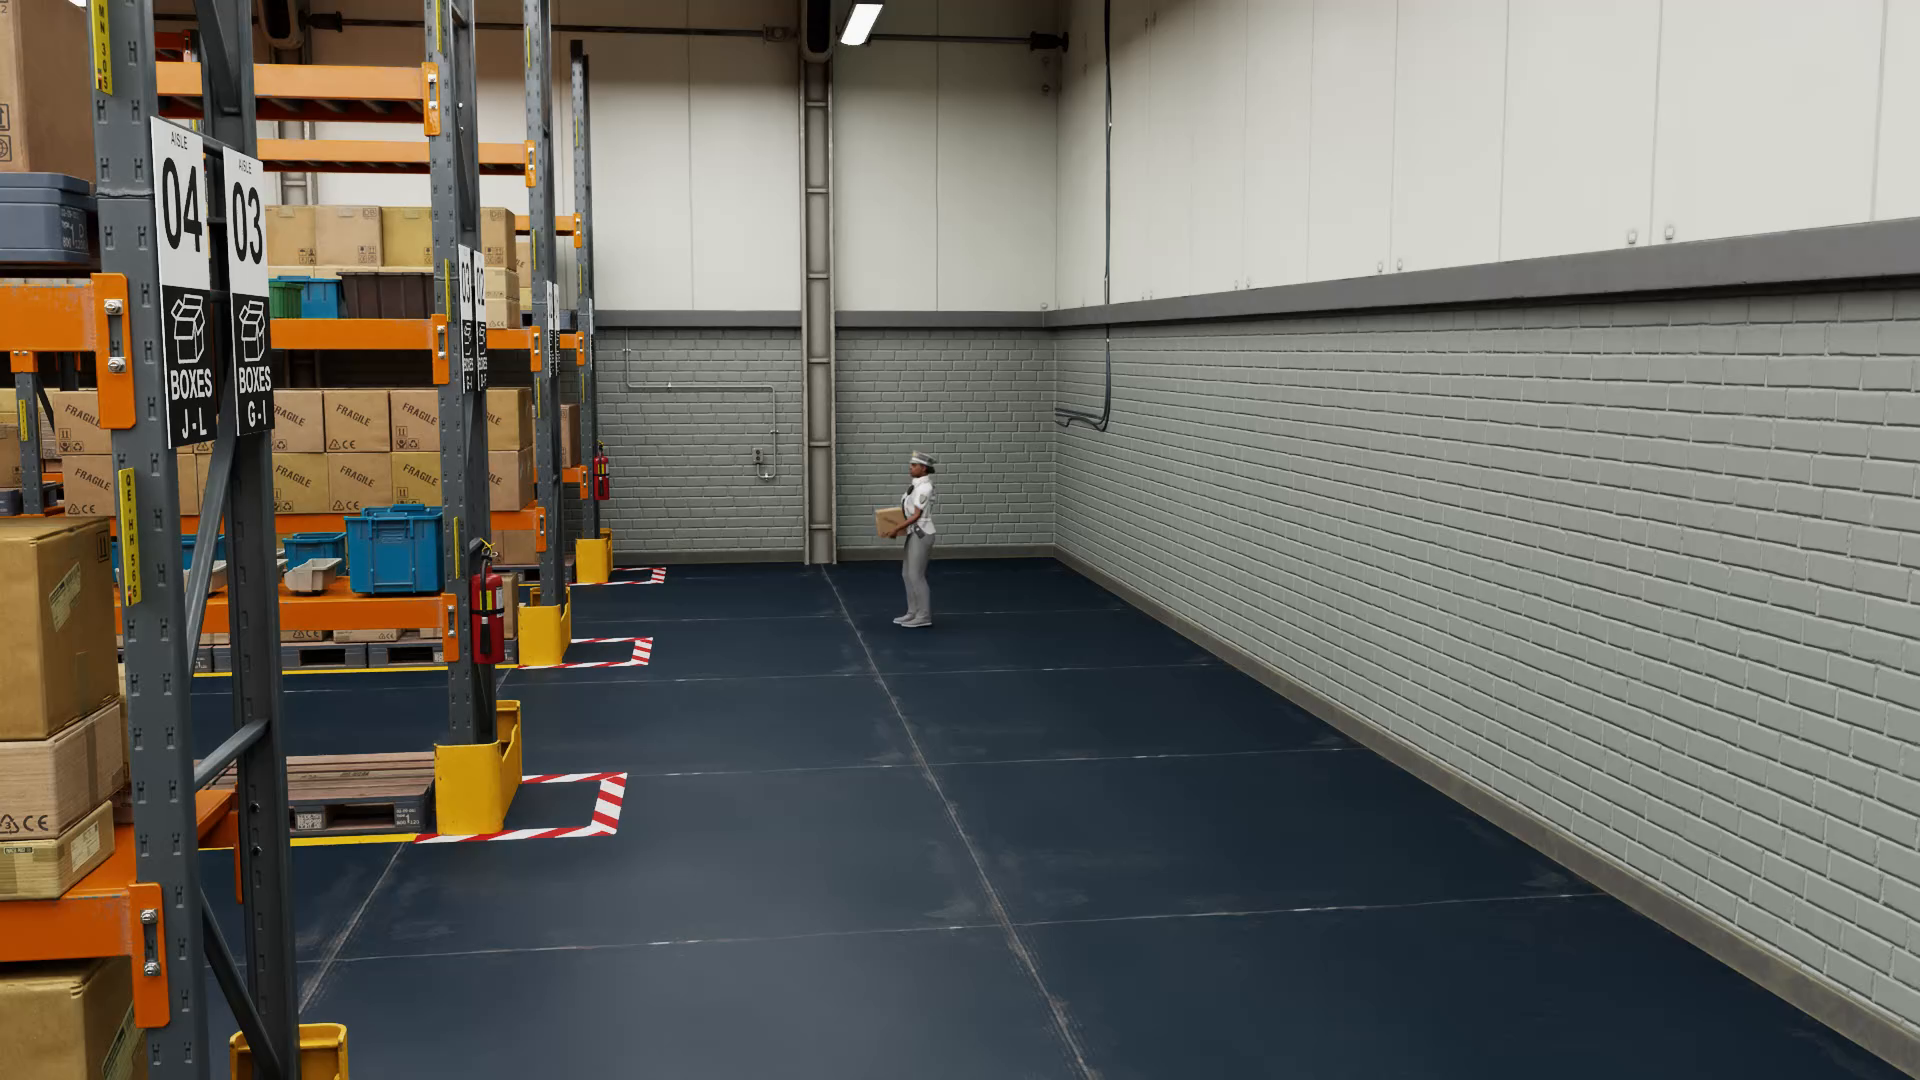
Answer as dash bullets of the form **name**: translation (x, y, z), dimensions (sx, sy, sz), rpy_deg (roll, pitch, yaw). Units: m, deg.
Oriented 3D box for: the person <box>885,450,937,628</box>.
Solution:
- **person**: translation (-0.480, -0.019, 15.904), dimensions (0.514, 1.690, 0.450), rpy_deg (-1, 7, -8)
